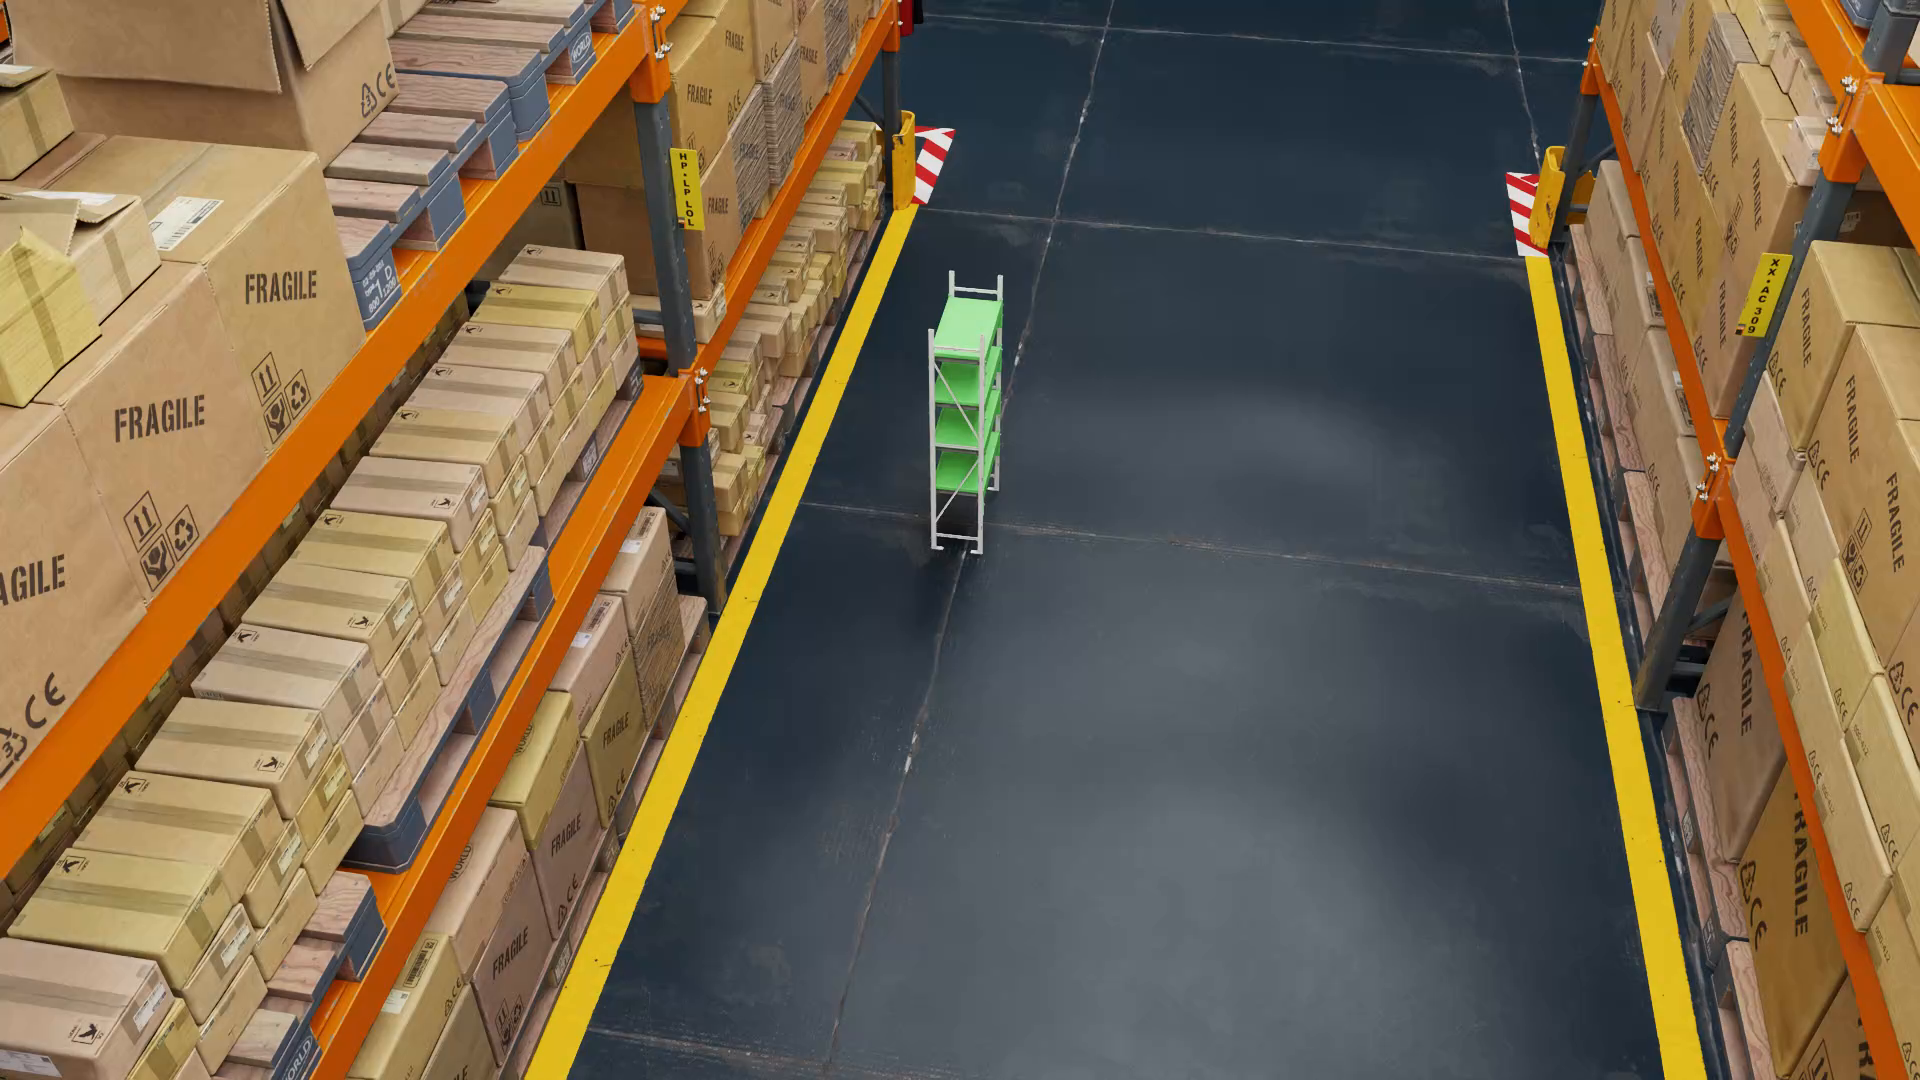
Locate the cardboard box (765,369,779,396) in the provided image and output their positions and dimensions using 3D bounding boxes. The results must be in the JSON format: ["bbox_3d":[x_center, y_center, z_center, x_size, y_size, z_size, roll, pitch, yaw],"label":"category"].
[{"bbox_3d":[-1.130,-0.829,8.403,0.380,0.149,0.250,5,40,6],"label":"cardboard box"}]

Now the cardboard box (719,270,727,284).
[{"bbox_3d":[-1.212,-1.122,7.047,0.380,0.149,0.250,7,40,9],"label":"cardboard box"}]

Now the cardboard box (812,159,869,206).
[{"bbox_3d":[-0.724,-2.021,9.379,0.380,0.149,0.250,6,40,7],"label":"cardboard box"}]

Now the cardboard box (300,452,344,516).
[{"bbox_3d":[-2.252,-0.232,5.408,0.380,0.149,0.250,8,40,9],"label":"cardboard box"}]

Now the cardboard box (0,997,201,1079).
[{"bbox_3d":[-1.965,1.143,3.745,0.380,0.149,0.250,8,40,10],"label":"cardboard box"}]

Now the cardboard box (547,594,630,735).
[{"bbox_3d":[-1.536,0.422,6.026,0.500,0.250,0.500,8,40,10],"label":"cardboard box"}]

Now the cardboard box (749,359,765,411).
[{"bbox_3d":[-1.165,-0.771,8.100,0.380,0.149,0.250,4,40,5],"label":"cardboard box"}]

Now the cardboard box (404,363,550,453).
[{"bbox_3d":[-1.569,-0.432,5.416,0.380,0.149,0.250,6,40,8],"label":"cardboard box"}]

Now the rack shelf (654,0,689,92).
[{"bbox_3d":[-1.208,-3.041,7.381,1.077,0.370,4.000,6,40,8],"label":"rack shelf"}]

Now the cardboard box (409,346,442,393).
[{"bbox_3d":[-2.118,-0.601,6.087,0.380,0.149,0.250,7,40,8],"label":"cardboard box"}]

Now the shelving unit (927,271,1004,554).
[{"bbox_3d":[0.029,-0.566,7.590,0.258,1.200,0.503,6,40,8],"label":"shelving unit"}]

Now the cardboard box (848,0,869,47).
[{"bbox_3d":[-0.781,-2.937,8.733,0.500,0.500,0.500,6,40,7],"label":"cardboard box"}]

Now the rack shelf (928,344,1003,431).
[{"bbox_3d":[0.029,-0.702,7.478,0.258,0.148,0.480,6,40,8],"label":"rack shelf"}]

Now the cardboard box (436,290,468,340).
[{"bbox_3d":[-2.076,-0.890,6.203,0.380,0.149,0.250,7,40,8],"label":"cardboard box"}]

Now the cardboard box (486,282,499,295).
[{"bbox_3d":[-1.735,-1.015,6.918,0.380,0.149,0.250,6,40,7],"label":"cardboard box"}]

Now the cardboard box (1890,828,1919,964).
[{"bbox_3d":[2.633,0.973,4.041,0.500,0.250,0.500,5,40,7],"label":"cardboard box"}]

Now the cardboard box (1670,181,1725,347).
[{"bbox_3d":[3.251,-1.106,6.752,0.500,0.500,0.500,5,40,7],"label":"cardboard box"}]

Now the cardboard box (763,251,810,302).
[{"bbox_3d":[-0.995,-1.370,8.591,0.380,0.149,0.250,7,40,8],"label":"cardboard box"}]

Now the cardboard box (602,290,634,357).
[{"bbox_3d":[-1.429,-0.815,6.113,0.380,0.149,0.250,8,40,9],"label":"cardboard box"}]

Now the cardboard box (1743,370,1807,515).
[{"bbox_3d":[2.985,-0.314,5.598,0.500,0.250,0.500,5,40,6],"label":"cardboard box"}]

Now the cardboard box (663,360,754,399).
[{"bbox_3d":[-1.189,-0.723,7.808,0.380,0.149,0.250,6,40,7],"label":"cardboard box"}]

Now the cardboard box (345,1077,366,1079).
[{"bbox_3d":[-1.889,1.710,4.468,0.500,0.250,0.500,5,40,6],"label":"cardboard box"}]

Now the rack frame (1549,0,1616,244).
[{"bbox_3d":[4.031,-2.935,9.042,1.000,3.000,0.127,6,40,8],"label":"rack frame"}]

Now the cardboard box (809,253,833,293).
[{"bbox_3d":[-0.900,-1.421,8.885,0.380,0.149,0.250,8,40,10],"label":"cardboard box"}]

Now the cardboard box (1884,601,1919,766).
[{"bbox_3d":[2.746,0.358,4.196,0.500,0.500,0.500,6,40,7],"label":"cardboard box"}]

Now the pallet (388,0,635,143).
[{"bbox_3d":[-1.766,-1.615,5.239,1.213,0.211,1.003,6,40,8],"label":"pallet"}]

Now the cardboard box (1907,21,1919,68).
[{"bbox_3d":[2.907,-1.415,4.626,0.396,0.266,0.258,6,40,7],"label":"cardboard box"}]

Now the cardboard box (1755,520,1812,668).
[{"bbox_3d":[2.914,0.205,5.362,0.500,0.250,0.500,5,40,7],"label":"cardboard box"}]

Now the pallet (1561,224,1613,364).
[{"bbox_3d":[3.969,-1.350,9.314,1.003,0.211,1.213,6,40,8],"label":"pallet"}]

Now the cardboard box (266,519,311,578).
[{"bbox_3d":[-2.296,0.045,5.306,0.380,0.149,0.250,6,40,7],"label":"cardboard box"}]

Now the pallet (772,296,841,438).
[{"bbox_3d":[-1.264,-1.025,8.921,1.003,0.211,1.213,6,40,8],"label":"pallet"}]

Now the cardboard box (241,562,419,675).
[{"bbox_3d":[-1.750,0.216,4.633,0.380,0.149,0.250,8,40,9],"label":"cardboard box"}]

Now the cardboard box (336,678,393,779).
[{"bbox_3d":[-1.790,0.490,4.535,0.380,0.149,0.250,6,40,8],"label":"cardboard box"}]

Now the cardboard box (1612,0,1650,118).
[{"bbox_3d":[3.605,-2.383,8.297,0.500,0.500,0.500,6,40,7],"label":"cardboard box"}]

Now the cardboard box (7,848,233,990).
[{"bbox_3d":[-1.932,0.872,3.839,0.380,0.149,0.250,5,40,6],"label":"cardboard box"}]

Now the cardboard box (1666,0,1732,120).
[{"bbox_3d":[3.418,-2.127,7.202,0.500,0.500,0.500,7,40,8],"label":"cardboard box"}]

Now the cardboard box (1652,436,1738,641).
[{"bbox_3d":[3.553,0.019,7.151,0.875,0.438,0.875,6,40,7],"label":"cardboard box"}]

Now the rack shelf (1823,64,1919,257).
[{"bbox_3d":[2.992,-0.048,3.761,1.077,0.370,4.000,6,40,8],"label":"rack shelf"}]

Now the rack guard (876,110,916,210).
[{"bbox_3d":[-0.875,-2.406,10.365,1.175,0.500,0.348,6,40,8],"label":"rack guard"}]

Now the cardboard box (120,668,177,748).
[{"bbox_3d":[-2.433,0.418,4.622,0.380,0.149,0.250,6,40,7],"label":"cardboard box"}]

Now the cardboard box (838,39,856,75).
[{"bbox_3d":[-0.770,-2.611,8.848,0.380,0.149,0.250,7,40,9],"label":"cardboard box"}]

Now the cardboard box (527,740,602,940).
[{"bbox_3d":[-1.616,1.030,5.879,0.500,0.500,0.500,6,40,7],"label":"cardboard box"}]

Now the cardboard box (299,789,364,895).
[{"bbox_3d":[-1.832,0.773,4.426,0.380,0.149,0.250,8,40,10],"label":"cardboard box"}]

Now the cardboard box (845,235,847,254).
[{"bbox_3d":[-0.853,-1.642,9.386,0.380,0.149,0.250,7,40,8],"label":"cardboard box"}]

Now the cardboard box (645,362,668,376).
[{"bbox_3d":[-1.586,-0.927,8.055,0.380,0.149,0.250,8,40,9],"label":"cardboard box"}]

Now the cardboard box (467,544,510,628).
[{"bbox_3d":[-1.650,0.117,5.219,0.380,0.149,0.250,8,40,10],"label":"cardboard box"}]

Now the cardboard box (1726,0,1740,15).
[{"bbox_3d":[3.390,-2.278,6.876,0.380,0.149,0.250,6,40,8],"label":"cardboard box"}]

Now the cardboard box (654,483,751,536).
[{"bbox_3d":[-1.175,-0.163,7.598,0.380,0.149,0.250,5,40,6],"label":"cardboard box"}]

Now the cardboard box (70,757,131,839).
[{"bbox_3d":[-2.478,0.705,4.507,0.380,0.149,0.250,6,40,7],"label":"cardboard box"}]

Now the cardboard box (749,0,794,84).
[{"bbox_3d":[-1.044,-2.341,7.228,0.500,0.500,0.500,7,40,8],"label":"cardboard box"}]

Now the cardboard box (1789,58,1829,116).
[{"bbox_3d":[3.284,-1.635,6.099,0.380,0.149,0.250,6,40,8],"label":"cardboard box"}]

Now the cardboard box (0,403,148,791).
[{"bbox_3d":[-1.886,0.080,2.964,0.500,0.500,0.500,6,40,8],"label":"cardboard box"}]

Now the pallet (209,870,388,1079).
[{"bbox_3d":[-2.228,1.219,4.170,1.213,0.211,1.003,6,40,8],"label":"pallet"}]

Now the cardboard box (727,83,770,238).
[{"bbox_3d":[-1.142,-1.654,7.182,0.500,0.500,0.500,6,40,8],"label":"cardboard box"}]

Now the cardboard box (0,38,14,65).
[{"bbox_3d":[-5.919,-2.389,9.720,0.875,0.875,0.875,6,40,8],"label":"cardboard box"}]

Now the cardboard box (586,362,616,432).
[{"bbox_3d":[-1.472,-0.538,6.011,0.380,0.149,0.250,7,40,8],"label":"cardboard box"}]

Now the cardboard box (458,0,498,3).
[{"bbox_3d":[-1.728,-2.037,5.195,0.700,0.500,0.500,6,40,8],"label":"cardboard box"}]

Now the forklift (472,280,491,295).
[{"bbox_3d":[-2.756,-2.090,8.075,1.130,2.935,3.031,4,40,5],"label":"forklift"}]

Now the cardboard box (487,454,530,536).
[{"bbox_3d":[-1.608,-0.159,5.319,0.380,0.149,0.250,4,40,5],"label":"cardboard box"}]

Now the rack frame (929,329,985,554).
[{"bbox_3d":[-0.014,-0.413,7.405,0.240,1.200,0.015,6,40,8],"label":"rack frame"}]
